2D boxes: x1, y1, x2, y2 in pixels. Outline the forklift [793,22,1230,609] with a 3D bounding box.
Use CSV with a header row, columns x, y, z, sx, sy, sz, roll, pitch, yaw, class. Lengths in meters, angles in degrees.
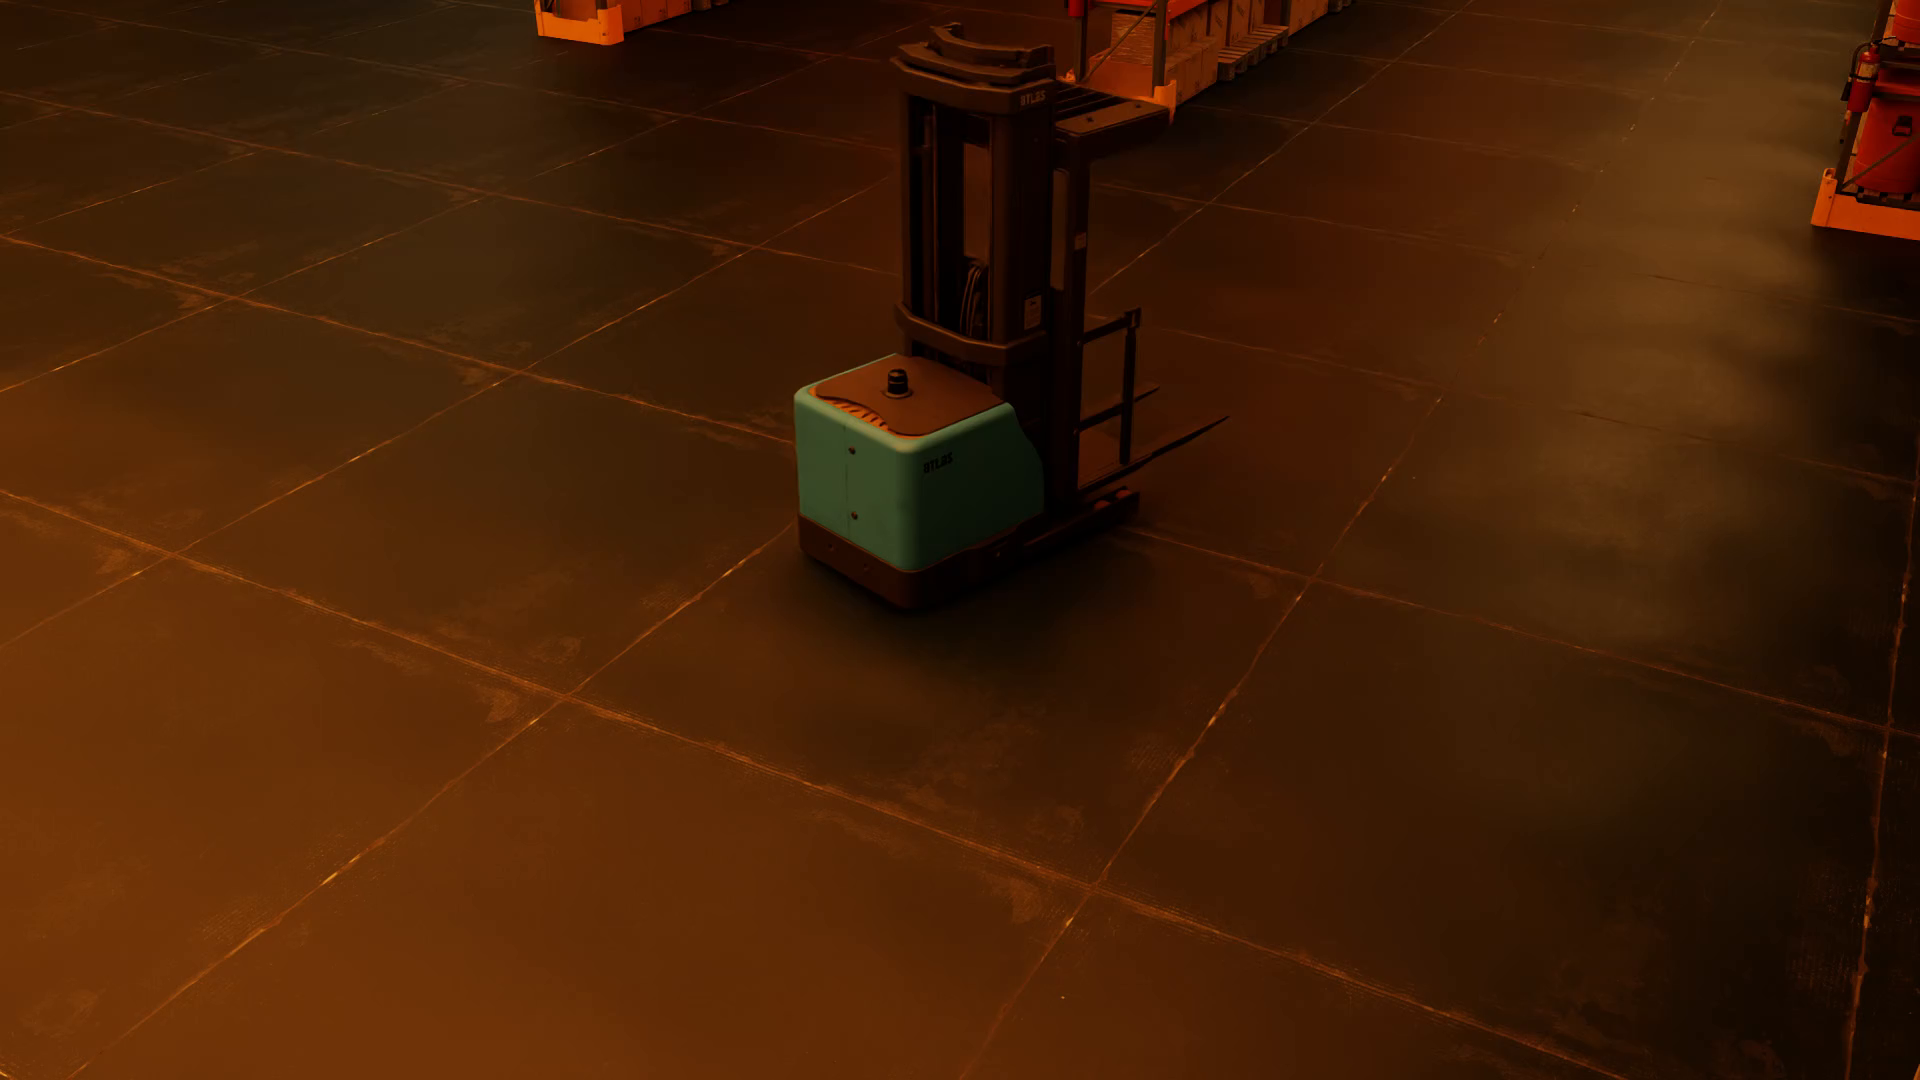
x,y,z,sx,sy,sz,roll,pitch,yaw,class
0.463,-1.513,9.692,3.031,2.935,1.130,-25,39,-37,forklift
